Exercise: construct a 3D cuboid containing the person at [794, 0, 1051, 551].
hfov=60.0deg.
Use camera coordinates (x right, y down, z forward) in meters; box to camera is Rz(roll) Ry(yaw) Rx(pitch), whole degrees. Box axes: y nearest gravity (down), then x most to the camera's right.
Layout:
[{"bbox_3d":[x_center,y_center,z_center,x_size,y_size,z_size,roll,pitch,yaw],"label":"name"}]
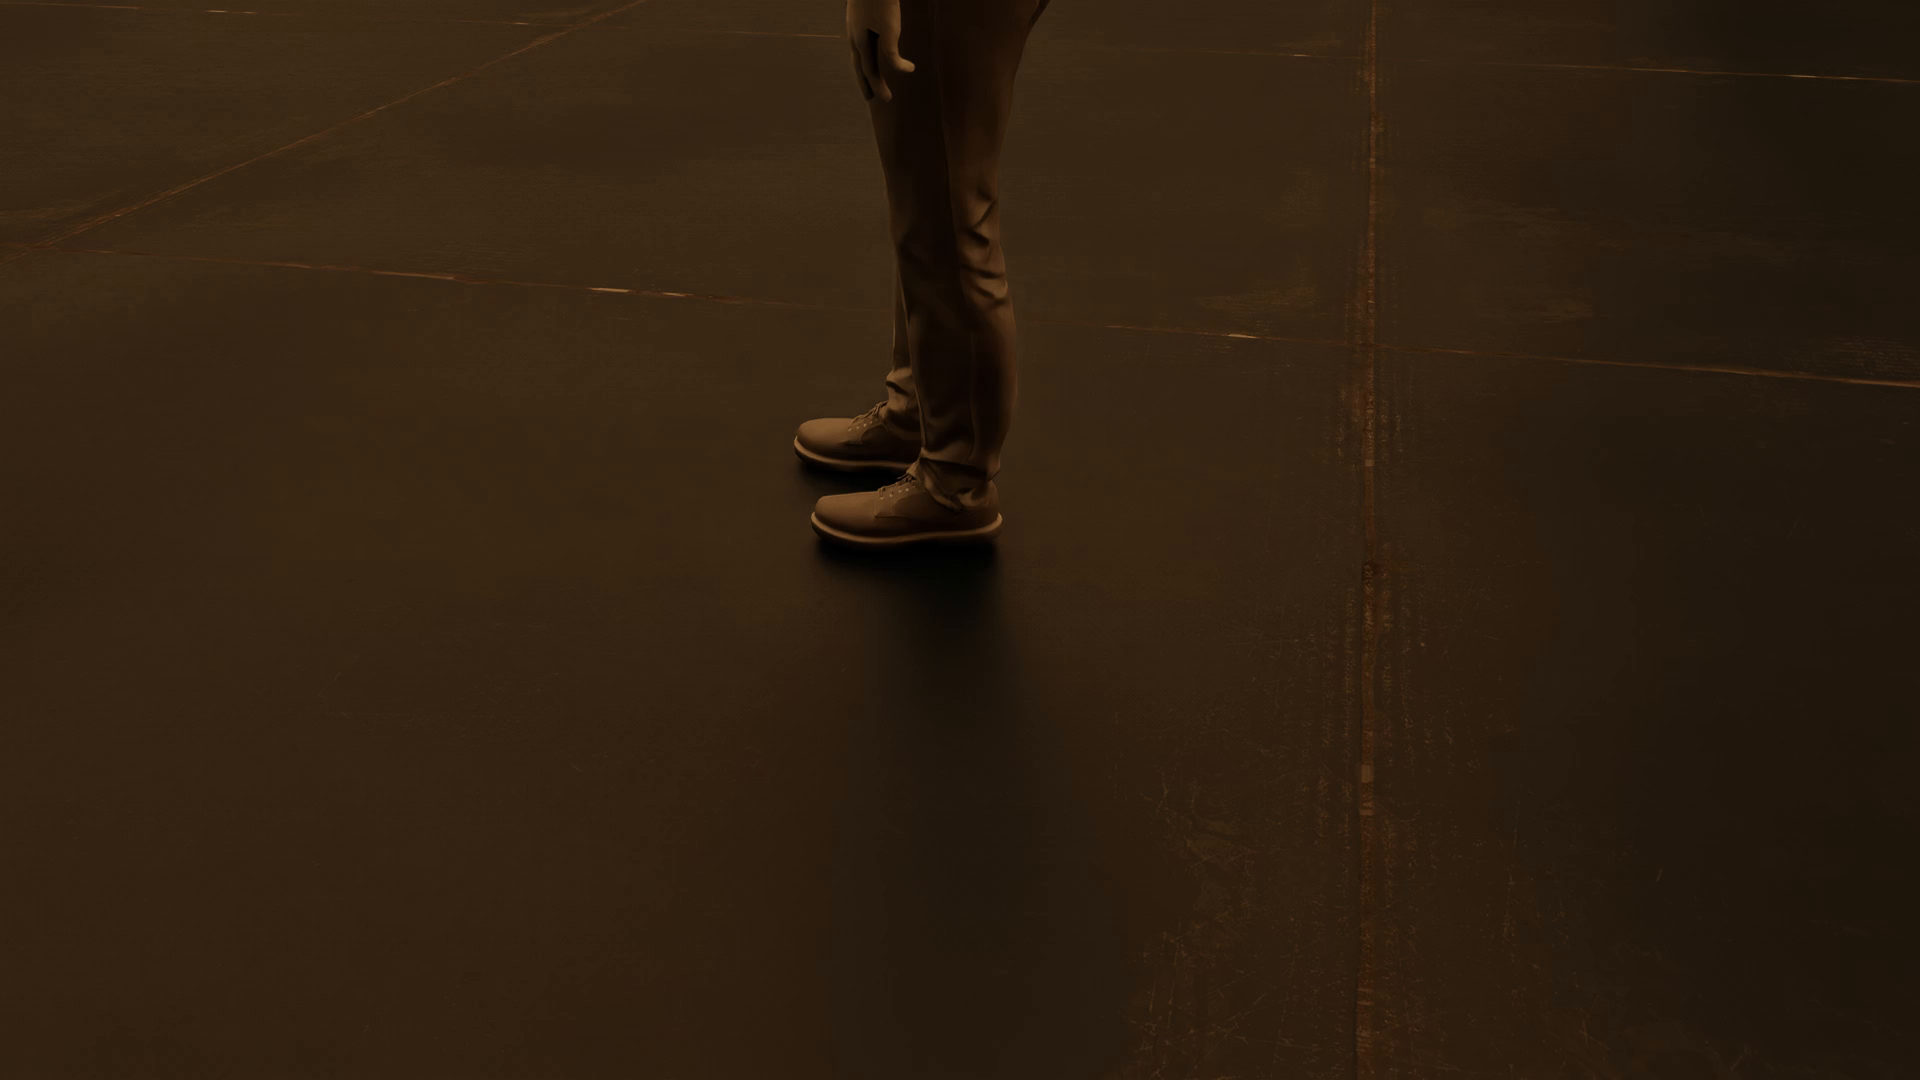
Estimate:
[{"bbox_3d":[-0.065,-0.773,2.134,0.532,1.694,0.586,6,27,11],"label":"person"}]
